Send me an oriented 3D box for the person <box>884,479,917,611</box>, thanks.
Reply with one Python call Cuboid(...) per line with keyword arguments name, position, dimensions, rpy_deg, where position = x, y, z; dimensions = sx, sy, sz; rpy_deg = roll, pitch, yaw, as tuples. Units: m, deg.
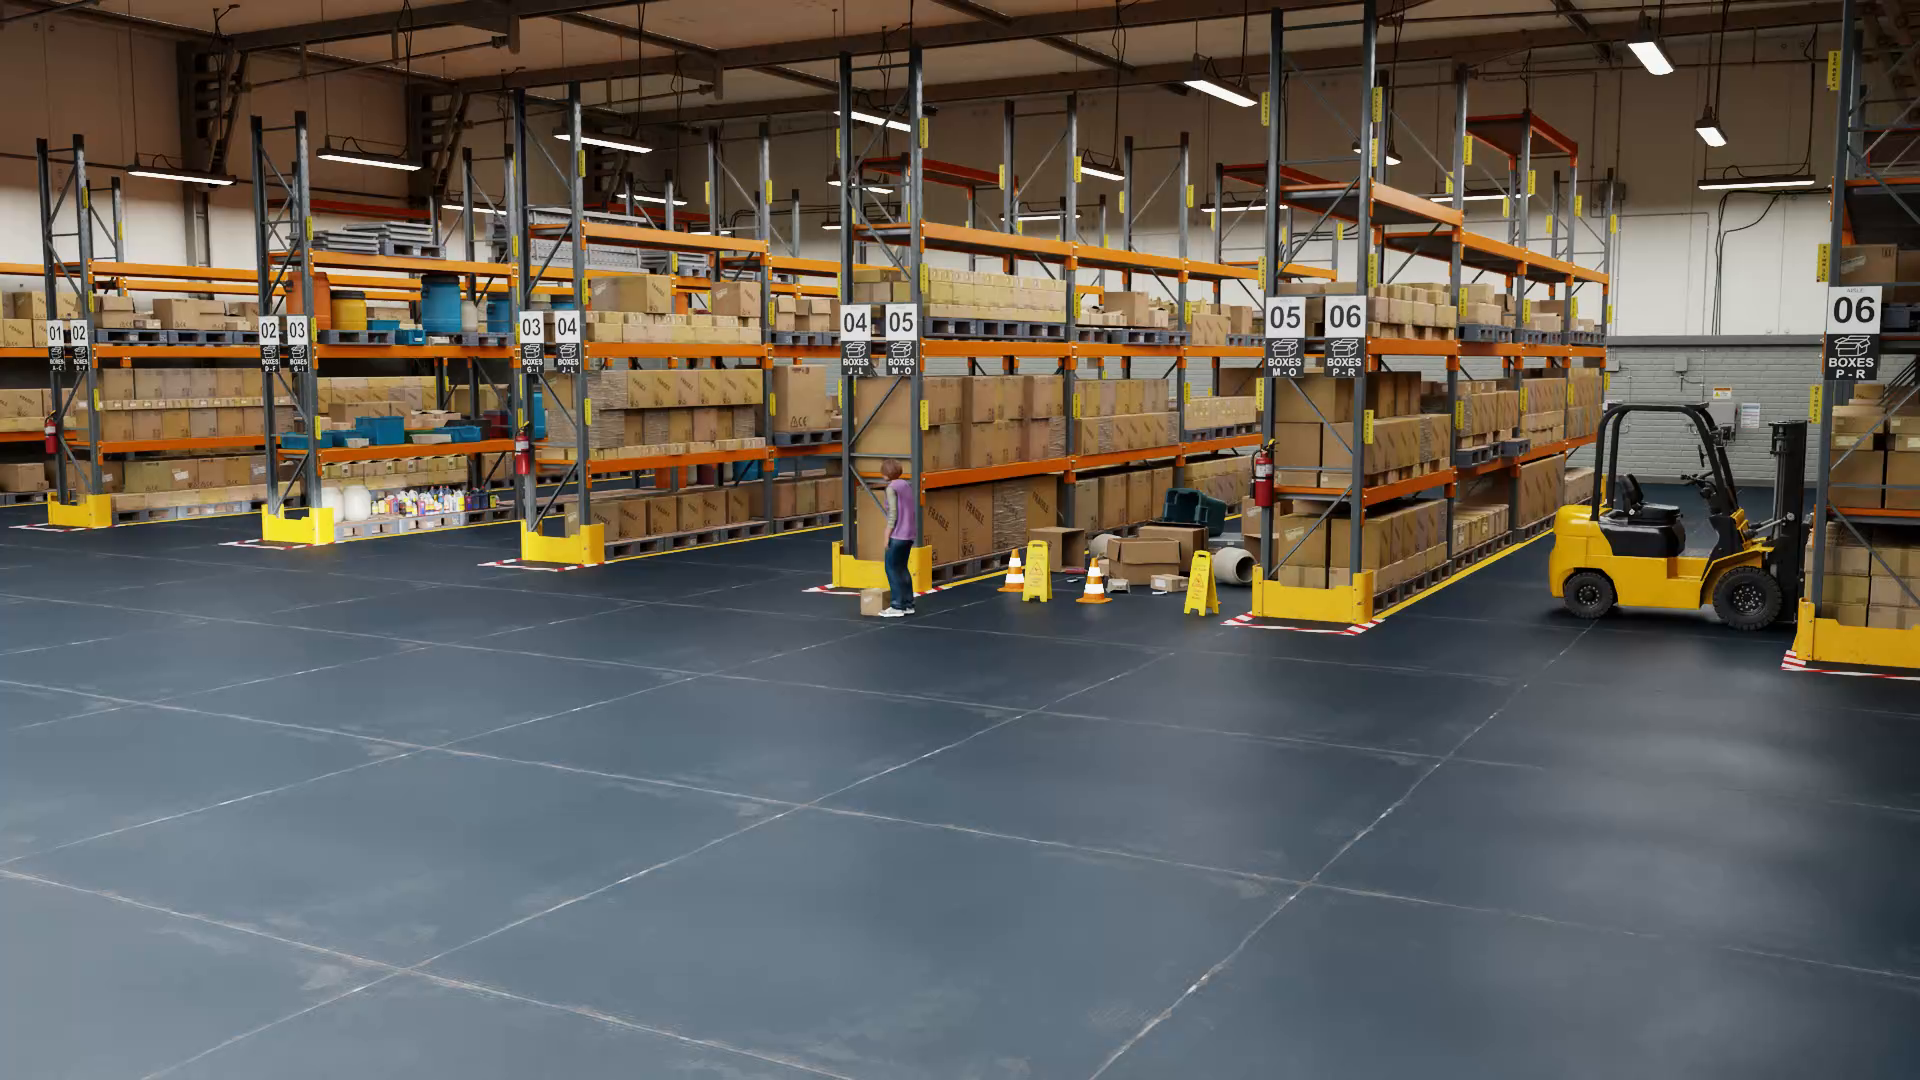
Cuboid(name="person", position=(-0.601, 0.046, 16.782), dimensions=(0.291, 1.326, 0.461), rpy_deg=(3, 7, 25))
